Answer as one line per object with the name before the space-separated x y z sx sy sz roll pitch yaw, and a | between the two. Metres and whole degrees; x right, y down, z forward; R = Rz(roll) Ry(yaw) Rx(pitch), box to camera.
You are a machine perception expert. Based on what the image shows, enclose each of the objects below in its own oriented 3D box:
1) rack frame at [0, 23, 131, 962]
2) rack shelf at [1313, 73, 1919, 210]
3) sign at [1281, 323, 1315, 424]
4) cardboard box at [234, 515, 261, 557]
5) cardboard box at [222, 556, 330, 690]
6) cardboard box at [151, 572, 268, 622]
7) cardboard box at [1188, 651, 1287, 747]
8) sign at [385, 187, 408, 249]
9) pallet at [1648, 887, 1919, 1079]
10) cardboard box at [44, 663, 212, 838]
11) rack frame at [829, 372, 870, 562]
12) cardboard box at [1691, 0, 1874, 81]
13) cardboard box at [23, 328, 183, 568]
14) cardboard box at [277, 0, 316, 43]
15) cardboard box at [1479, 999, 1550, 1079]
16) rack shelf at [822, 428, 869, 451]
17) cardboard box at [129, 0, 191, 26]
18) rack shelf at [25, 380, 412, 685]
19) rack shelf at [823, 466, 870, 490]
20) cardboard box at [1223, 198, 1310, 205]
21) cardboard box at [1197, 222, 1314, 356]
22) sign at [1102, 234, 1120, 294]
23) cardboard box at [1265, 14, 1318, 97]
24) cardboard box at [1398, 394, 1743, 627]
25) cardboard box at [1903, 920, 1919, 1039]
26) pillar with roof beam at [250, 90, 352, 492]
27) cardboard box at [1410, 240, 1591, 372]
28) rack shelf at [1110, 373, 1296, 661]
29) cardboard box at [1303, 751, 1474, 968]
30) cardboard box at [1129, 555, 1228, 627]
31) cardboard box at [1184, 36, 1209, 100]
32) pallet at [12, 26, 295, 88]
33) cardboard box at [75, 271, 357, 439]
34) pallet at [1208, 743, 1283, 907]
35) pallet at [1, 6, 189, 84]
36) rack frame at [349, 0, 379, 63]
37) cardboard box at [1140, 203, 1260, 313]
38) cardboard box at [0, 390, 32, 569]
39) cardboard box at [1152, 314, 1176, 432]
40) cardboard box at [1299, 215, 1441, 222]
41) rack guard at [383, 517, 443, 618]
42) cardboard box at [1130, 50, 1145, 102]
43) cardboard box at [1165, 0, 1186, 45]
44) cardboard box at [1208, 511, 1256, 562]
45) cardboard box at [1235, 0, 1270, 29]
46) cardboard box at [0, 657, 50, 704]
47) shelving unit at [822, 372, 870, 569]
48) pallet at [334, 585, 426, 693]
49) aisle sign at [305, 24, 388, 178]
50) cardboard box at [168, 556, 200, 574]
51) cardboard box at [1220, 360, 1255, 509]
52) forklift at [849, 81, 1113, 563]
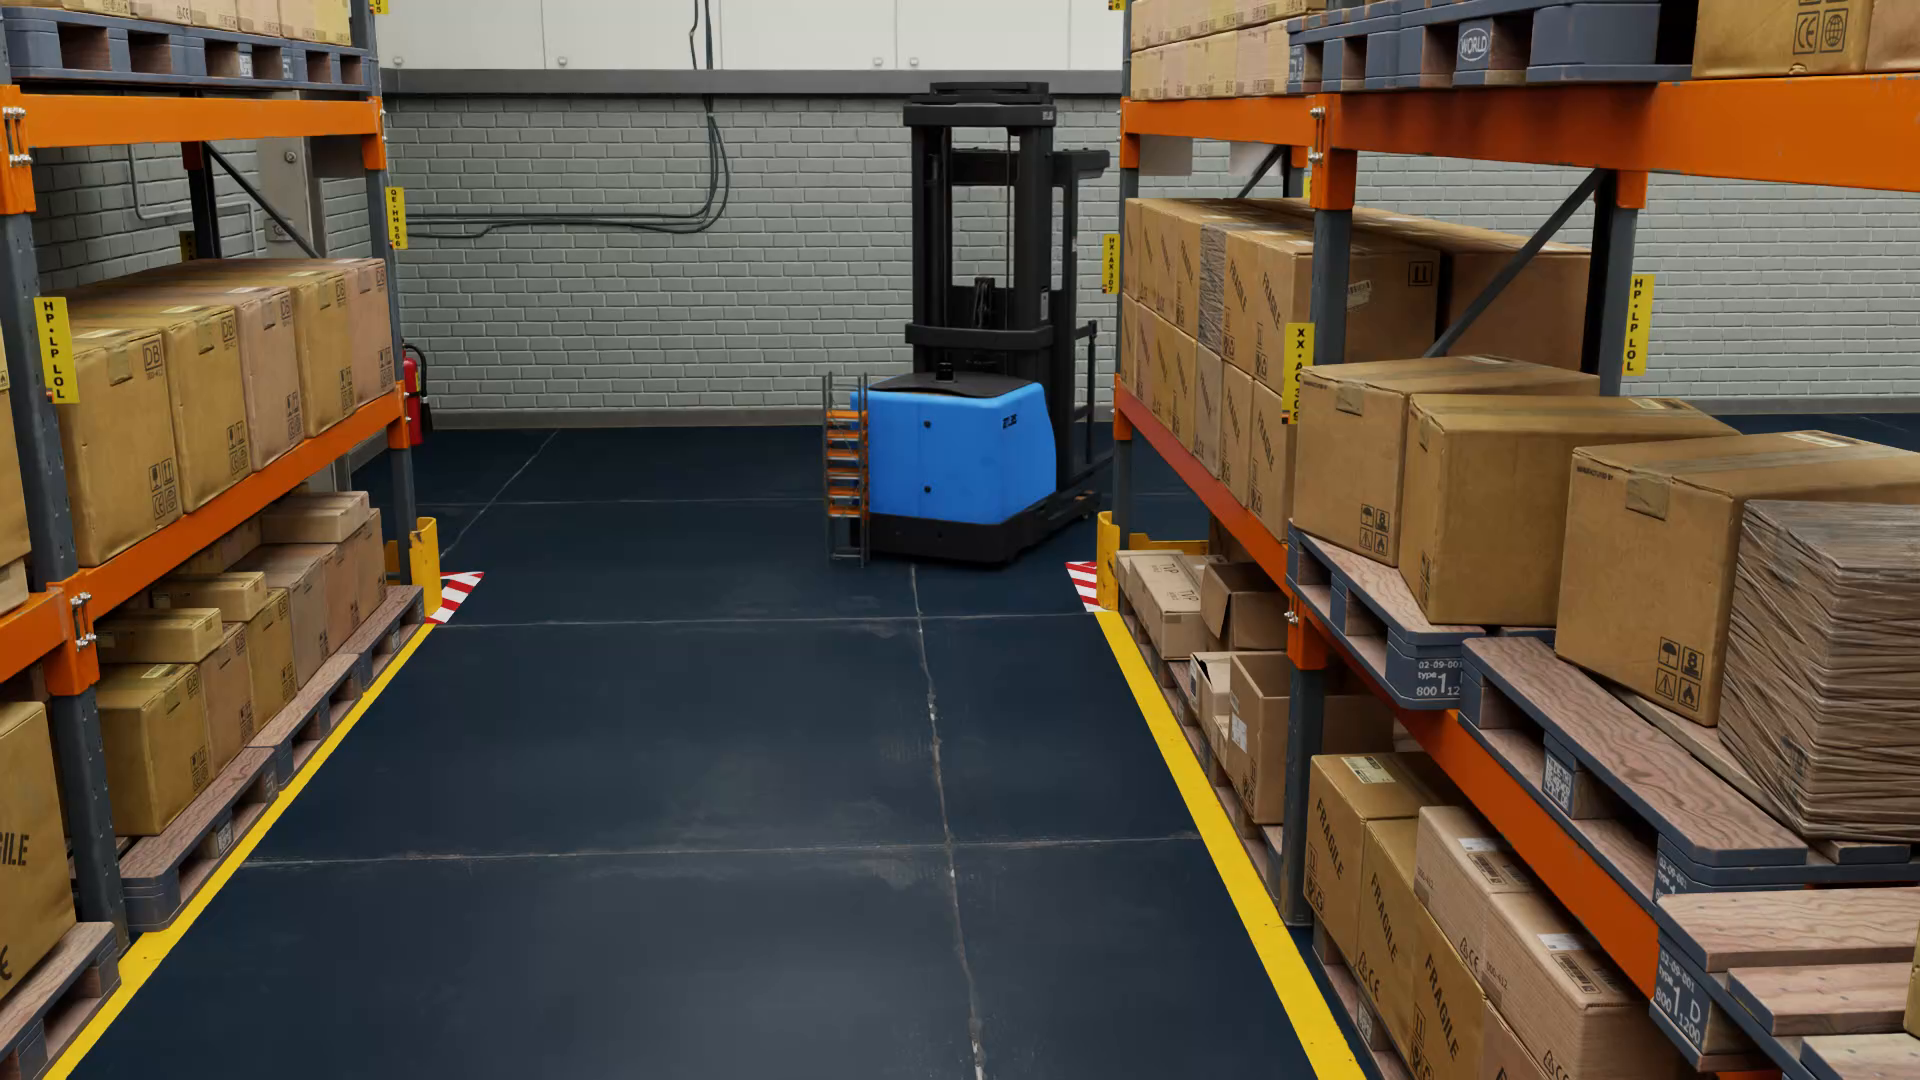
rack frame | -3.314 -0.047 5.190 1.000 3.000 0.127 -1 14 -3
rack shelf | 1.754 -0.731 3.274 1.077 0.370 4.000 -1 14 -3
sign | 1.089 -0.534 5.343 0.100 0.325 0.005 -1 14 -3
cardboard box | -3.579 -0.016 7.941 0.380 0.149 0.250 -1 14 -3
cardboard box | -3.356 0.387 7.675 0.700 0.500 0.500 -1 14 -5
cardboard box | -3.130 0.240 6.944 0.380 0.149 0.250 -1 14 -5
cardboard box | 1.265 0.641 7.030 0.500 0.311 0.500 -1 14 -3
sign | -3.019 -1.722 8.902 0.100 0.325 0.005 -1 14 -3
pallet | 1.766 0.796 2.299 1.213 0.211 1.003 -1 14 -3
cardboard box | -3.258 0.772 6.178 0.700 0.500 0.500 -1 14 -3
rack frame | -0.689 -0.450 10.366 0.240 1.200 0.006 2 15 8
cardboard box | 1.753 -0.995 2.654 0.910 0.500 0.500 -1 14 -3
cardboard box | -3.331 -0.328 5.678 0.980 0.700 0.700 -1 14 -3
cardboard box | -3.218 -2.366 7.442 0.500 0.250 0.500 -1 14 -6
cardboard box | 1.515 1.380 3.778 0.500 0.500 0.500 -1 14 -6
rack shelf | -0.702 -0.616 10.230 0.258 0.103 0.180 2 15 8
cardboard box | -3.111 -1.982 5.947 0.500 0.250 0.500 -1 14 -5
rack shelf | -3.438 -0.196 7.213 1.077 0.370 4.000 -1 14 -3
rack shelf | -0.702 -0.384 10.290 0.258 0.103 0.180 2 15 8
cardboard box | 1.684 -1.546 8.806 0.500 0.500 0.500 -1 14 -4
cardboard box | 1.275 -1.032 6.809 0.500 0.500 0.500 -1 14 -3
sign | 0.841 -1.530 9.217 0.100 0.325 0.005 -1 14 -3
cardboard box | 1.334 -1.621 5.590 0.500 0.250 0.500 -1 14 -3
cardboard box | 1.542 -0.085 4.294 0.700 0.500 0.500 1 14 5
cardboard box | 1.726 0.464 2.162 0.700 0.500 0.500 -6 16 -22
pillar with roof beam | -0.296 -4.672 11.125 9.100 9.000 0.400 -1 14 -3
cardboard box | 1.882 -0.779 5.826 0.500 0.500 0.500 -1 14 -2
rack shelf | 1.506 -0.274 7.514 1.077 0.370 4.000 -1 14 -3
cardboard box | 1.417 0.997 5.265 0.500 0.500 0.500 -2 15 -6
cardboard box | 1.164 0.263 8.619 0.500 0.250 0.500 -1 14 -3
cardboard box | 1.248 -1.995 7.040 0.500 0.250 0.500 -1 14 -3
pallet | -3.427 -1.963 6.795 1.003 0.211 1.213 -1 14 -3
cardboard box | -3.464 -0.880 7.824 0.980 0.700 0.700 -1 14 -4
pallet | 1.588 1.055 6.502 1.003 0.211 1.213 -1 14 -3
pallet | -3.354 -1.661 5.619 1.003 0.211 1.213 -1 14 -3
rack frame | -3.562 -3.947 8.309 1.000 3.000 0.127 -1 14 -3
cardboard box | 1.186 -1.408 8.271 0.500 0.500 0.500 -1 14 -3
cardboard box | -3.034 -0.138 4.707 0.500 0.500 0.500 -1 14 -4
cardboard box | 1.212 -0.800 7.916 0.500 0.500 0.500 -1 14 -4
cardboard box | 1.785 -1.163 7.321 0.500 0.500 0.500 0 14 -2
rack guard | -3.563 0.163 9.391 1.175 0.500 0.348 -1 14 -3
cardboard box | 1.160 -2.368 8.490 0.500 0.250 0.500 -1 14 -3
cardboard box | 1.216 -2.361 7.461 0.500 0.250 0.500 -1 14 -3
cardboard box | 1.662 0.010 9.103 0.500 0.500 0.500 -1 14 -3
cardboard box | 1.301 -1.988 6.011 0.500 0.250 0.500 -1 14 -3
cardboard box | -3.447 0.497 5.945 0.380 0.149 0.250 -1 14 -4
shelving unit | -0.702 -0.427 10.278 0.258 1.200 0.189 2 15 8
pallet | -3.434 0.506 8.636 1.003 0.211 1.213 -1 14 -3
aisle sign | -3.267 -2.324 8.820 0.394 0.787 0.004 -1 14 -3
cardboard box | -3.530 0.174 7.203 0.380 0.149 0.250 -1 14 -4
cardboard box | 1.310 -0.422 6.444 0.500 0.500 0.500 0 14 -2
forklift | 0.352 -1.599 11.359 1.130 2.935 3.031 6 16 23
